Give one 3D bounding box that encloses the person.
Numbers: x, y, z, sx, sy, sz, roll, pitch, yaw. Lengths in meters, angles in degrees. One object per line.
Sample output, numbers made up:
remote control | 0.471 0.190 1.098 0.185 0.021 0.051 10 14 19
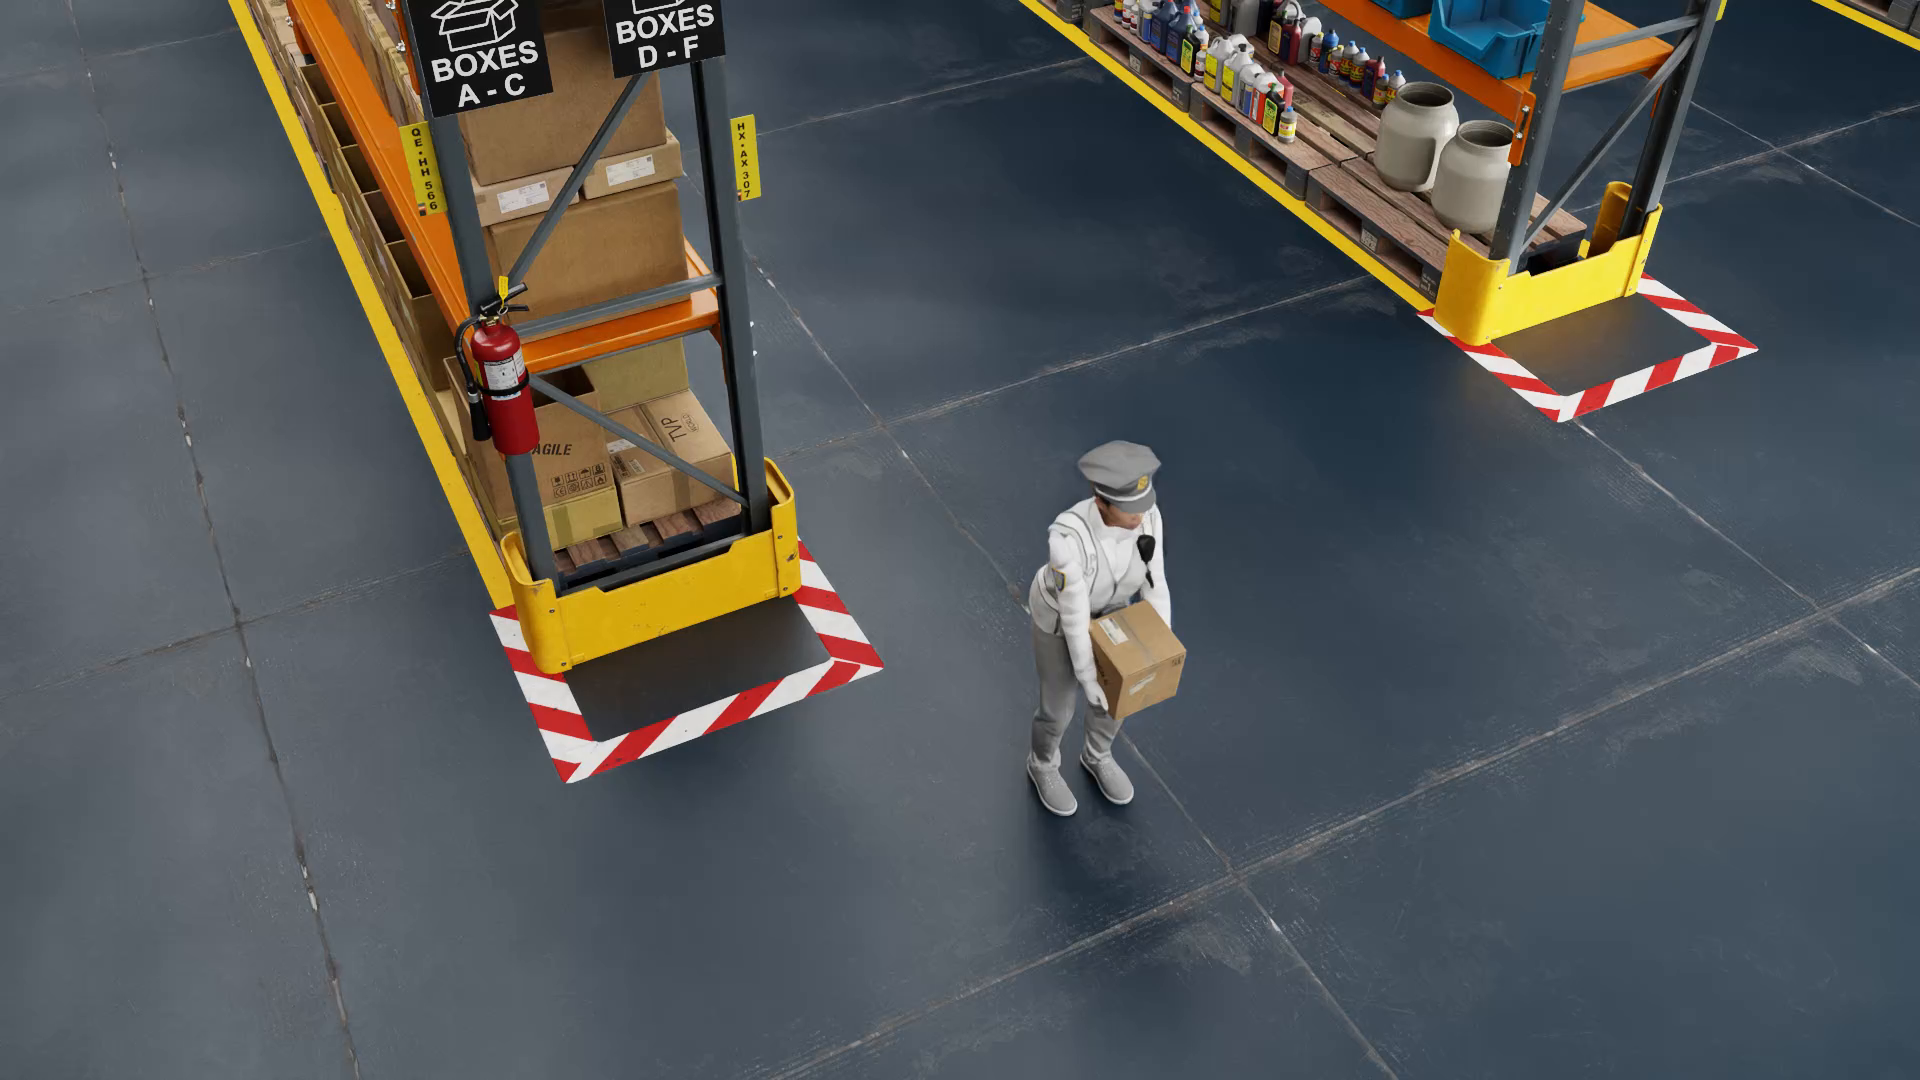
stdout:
person | 0.494 0.337 5.796 0.415 1.648 0.549 -20 45 -21
